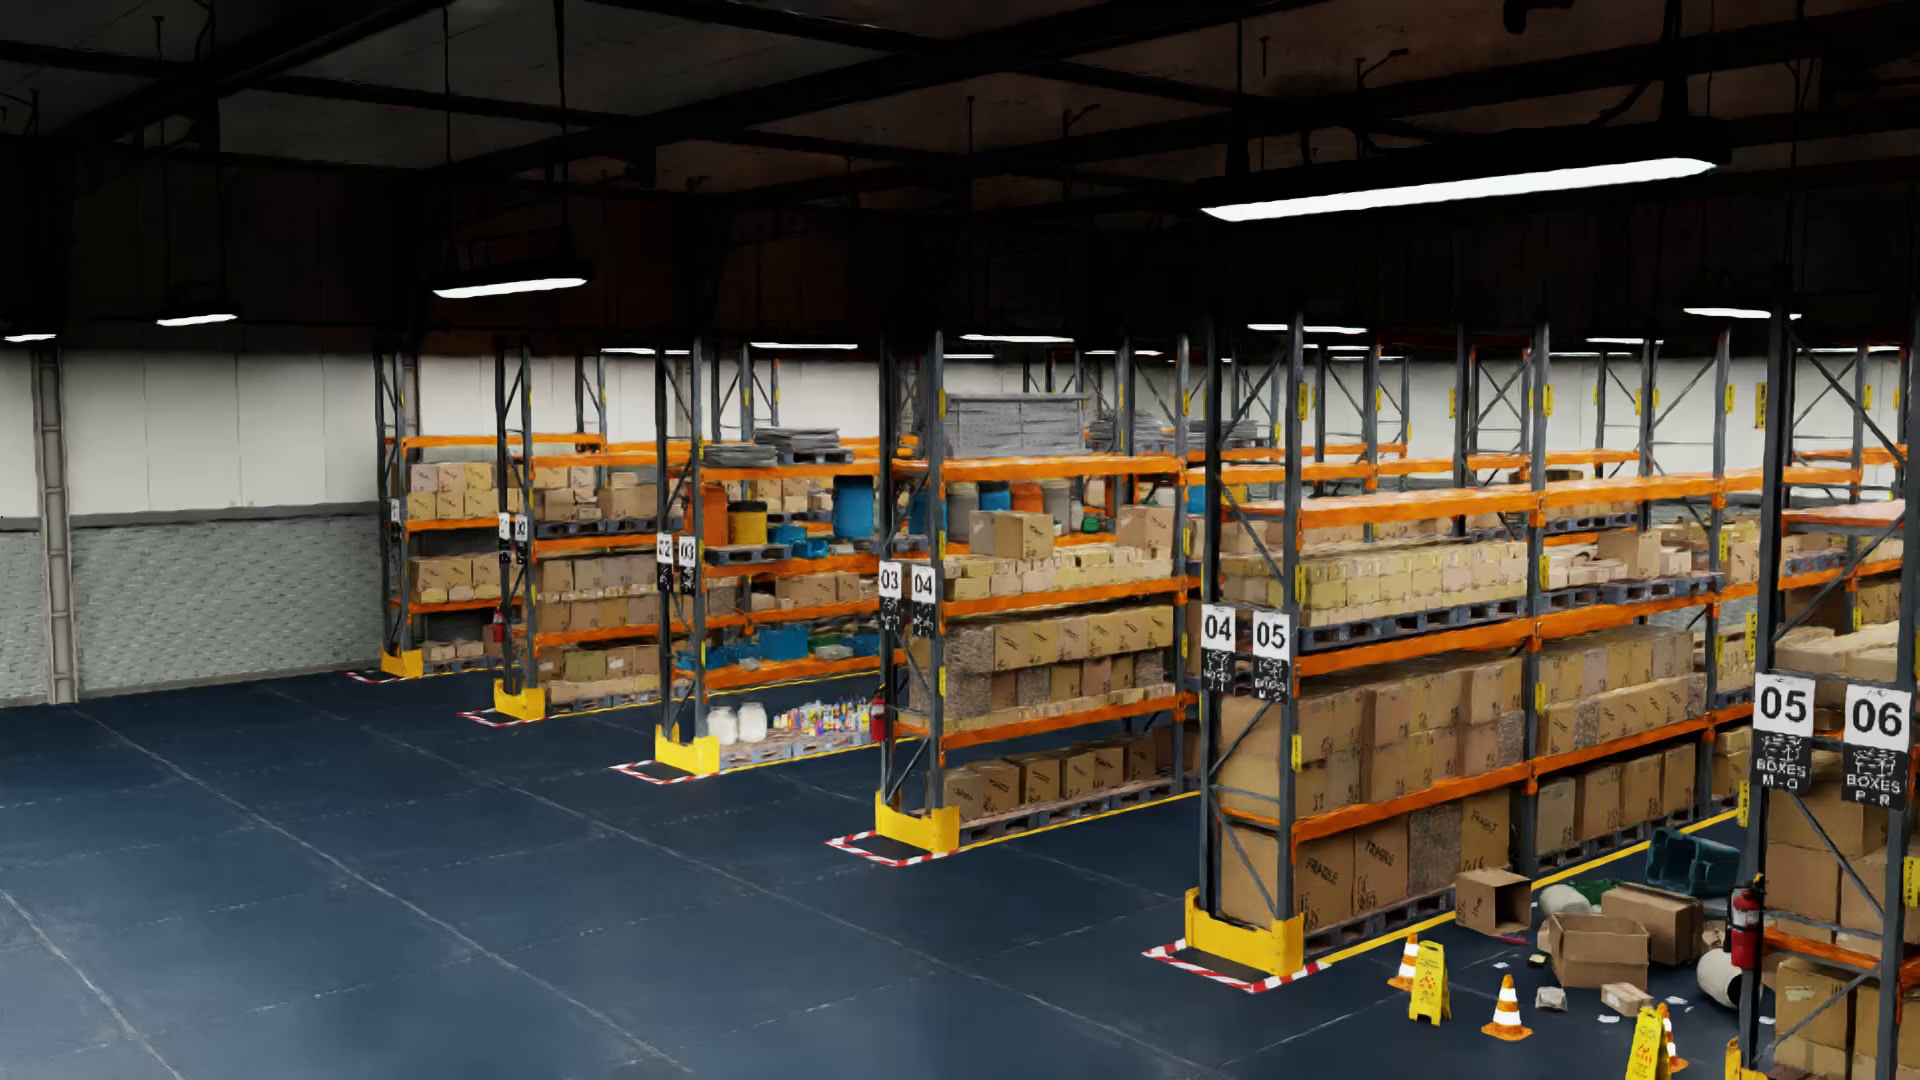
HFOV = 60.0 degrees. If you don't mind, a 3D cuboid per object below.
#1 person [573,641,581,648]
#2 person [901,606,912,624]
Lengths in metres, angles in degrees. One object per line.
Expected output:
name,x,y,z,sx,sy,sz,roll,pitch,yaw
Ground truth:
person,-6.861,1.592,29.895,0.710,1.704,0.835,3,6,33
person,-1.188,1.279,33.812,1.109,1.588,0.448,-4,7,-38
